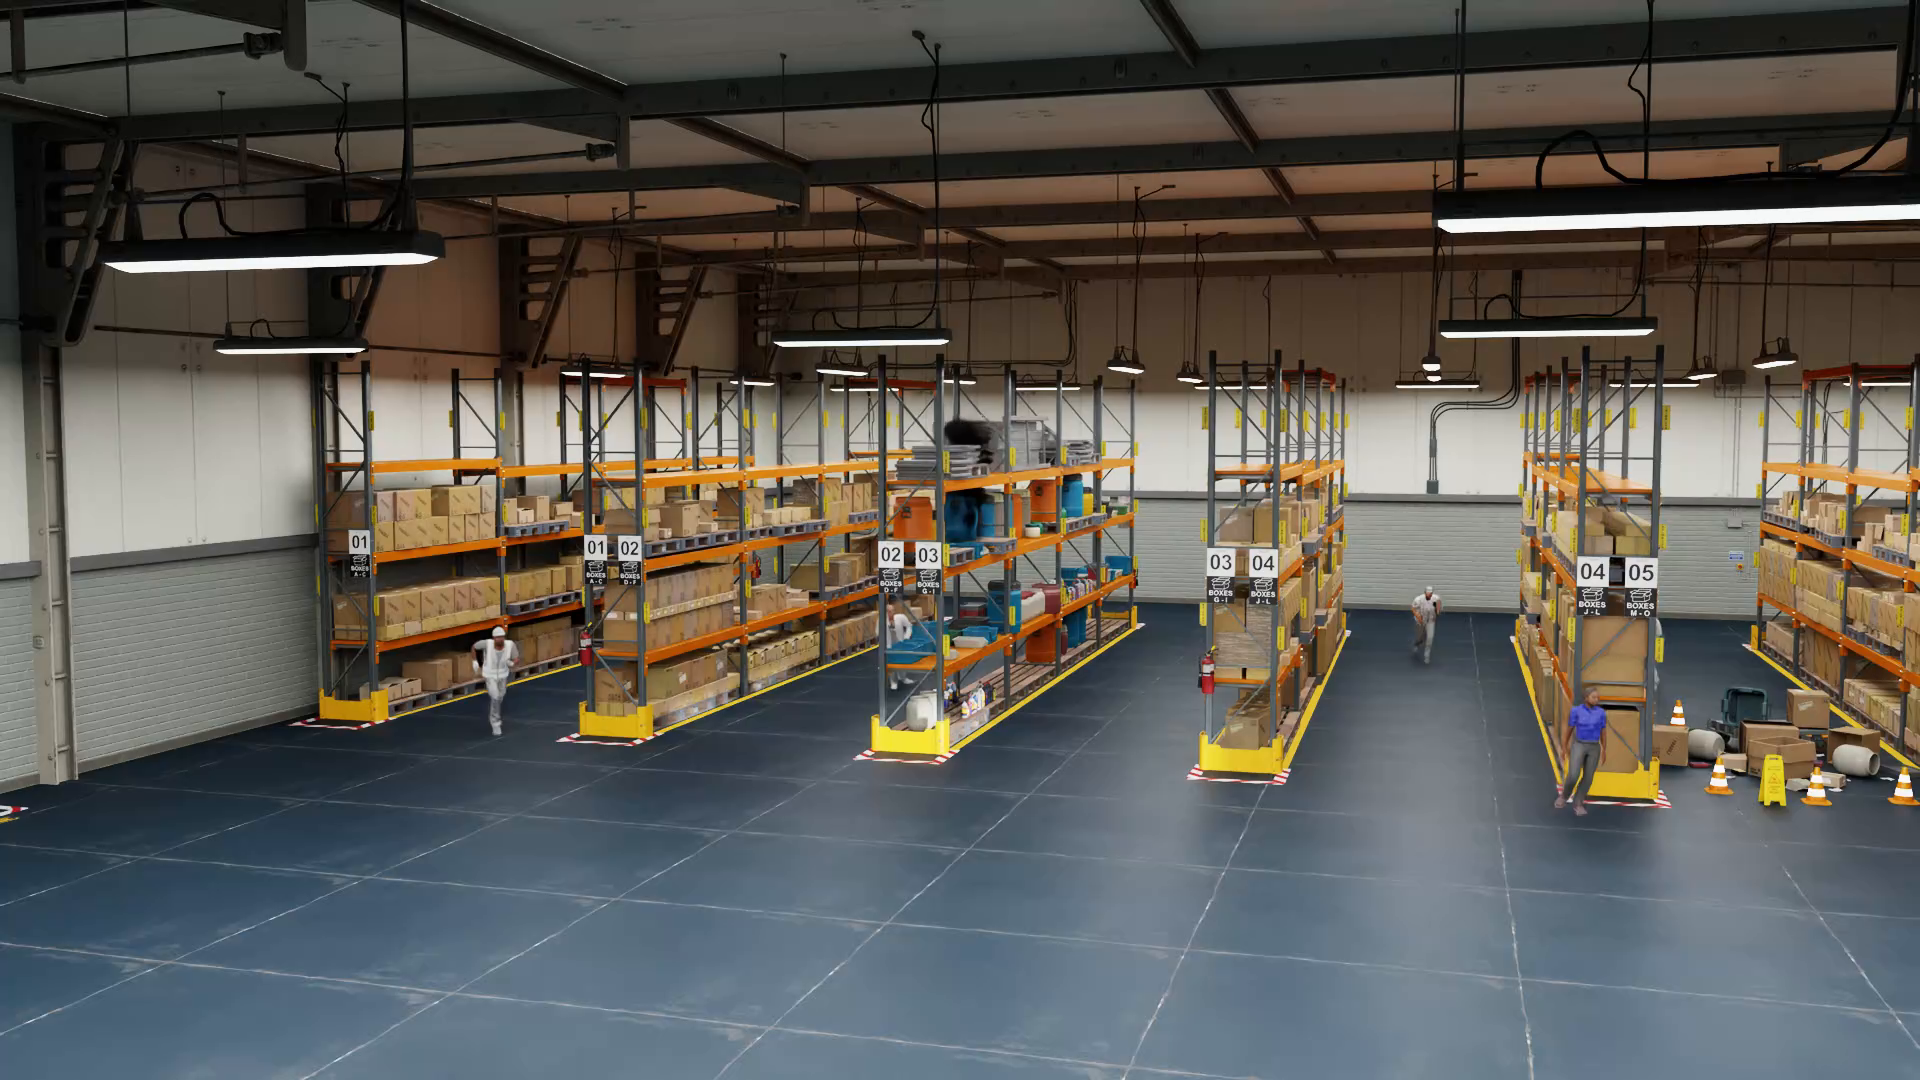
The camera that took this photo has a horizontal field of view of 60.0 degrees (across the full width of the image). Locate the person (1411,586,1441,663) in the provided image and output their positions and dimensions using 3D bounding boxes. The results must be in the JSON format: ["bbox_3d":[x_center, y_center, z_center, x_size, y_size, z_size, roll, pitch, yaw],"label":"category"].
[{"bbox_3d":[9.737,1.743,34.855,0.631,1.628,1.003,0,4,-4],"label":"person"}]

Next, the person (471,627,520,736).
[{"bbox_3d":[-7.487,2.243,26.797,0.726,1.758,0.972,-2,5,-28],"label":"person"}]

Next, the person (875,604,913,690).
[{"bbox_3d":[-1.241,2.030,31.071,0.677,1.514,0.880,0,4,-4],"label":"person"}]

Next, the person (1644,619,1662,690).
[{"bbox_3d":[12.740,1.989,30.812,0.605,1.646,0.824,0,4,4],"label":"person"}]

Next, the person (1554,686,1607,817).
[{"bbox_3d":[7.880,2.676,21.113,0.587,1.675,0.446,0,4,0],"label":"person"}]
